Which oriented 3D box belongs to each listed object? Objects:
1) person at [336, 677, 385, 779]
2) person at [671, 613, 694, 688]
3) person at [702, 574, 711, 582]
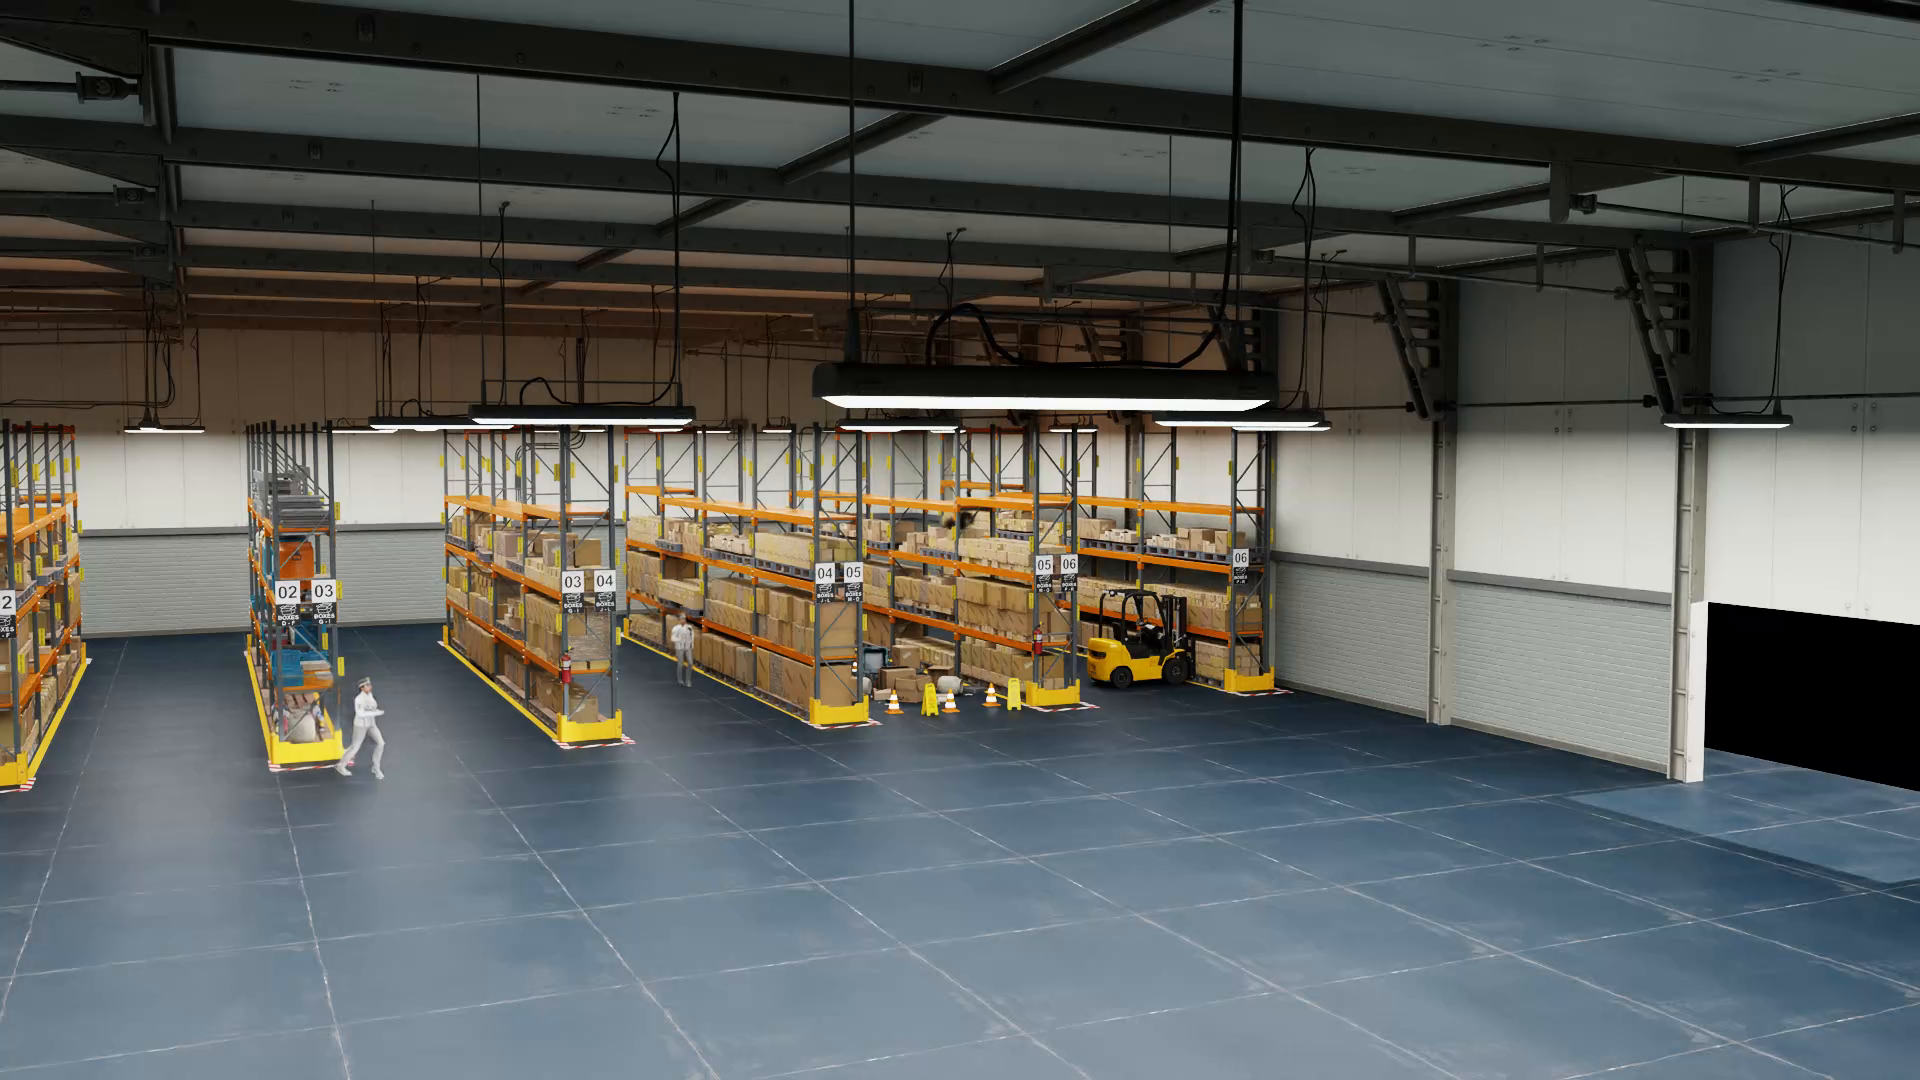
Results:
[{"bbox_3d":[-9.980,3.142,27.798,0.871,1.739,0.621,1,4,14],"label":"person"},{"bbox_3d":[-6.306,2.517,37.946,0.590,1.740,0.726,-2,4,-23],"label":"person"},{"bbox_3d":[-7.340,1.825,48.087,0.711,1.799,0.938,-3,5,-38],"label":"person"}]
